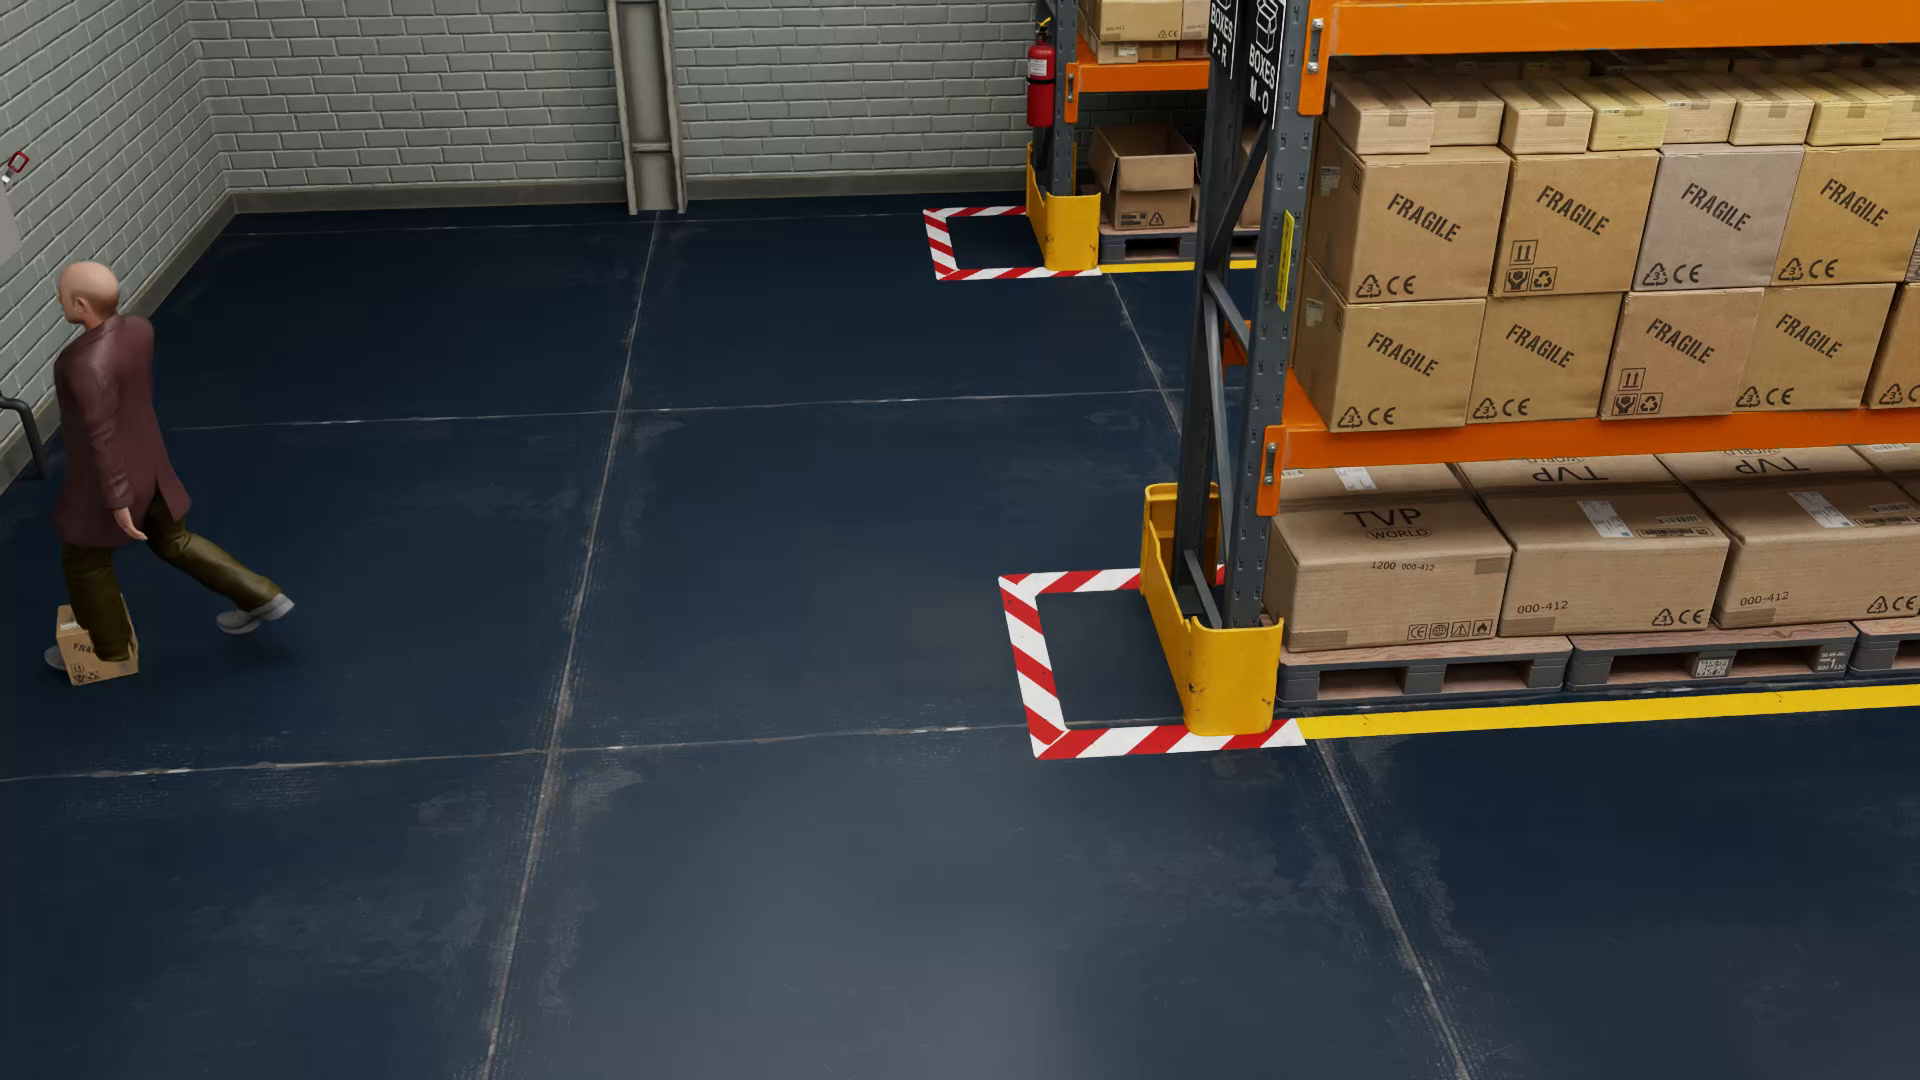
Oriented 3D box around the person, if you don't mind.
[{"bbox_3d":[-3.303,-0.270,6.602,0.994,1.743,0.601,3,31,5],"label":"person"}]
